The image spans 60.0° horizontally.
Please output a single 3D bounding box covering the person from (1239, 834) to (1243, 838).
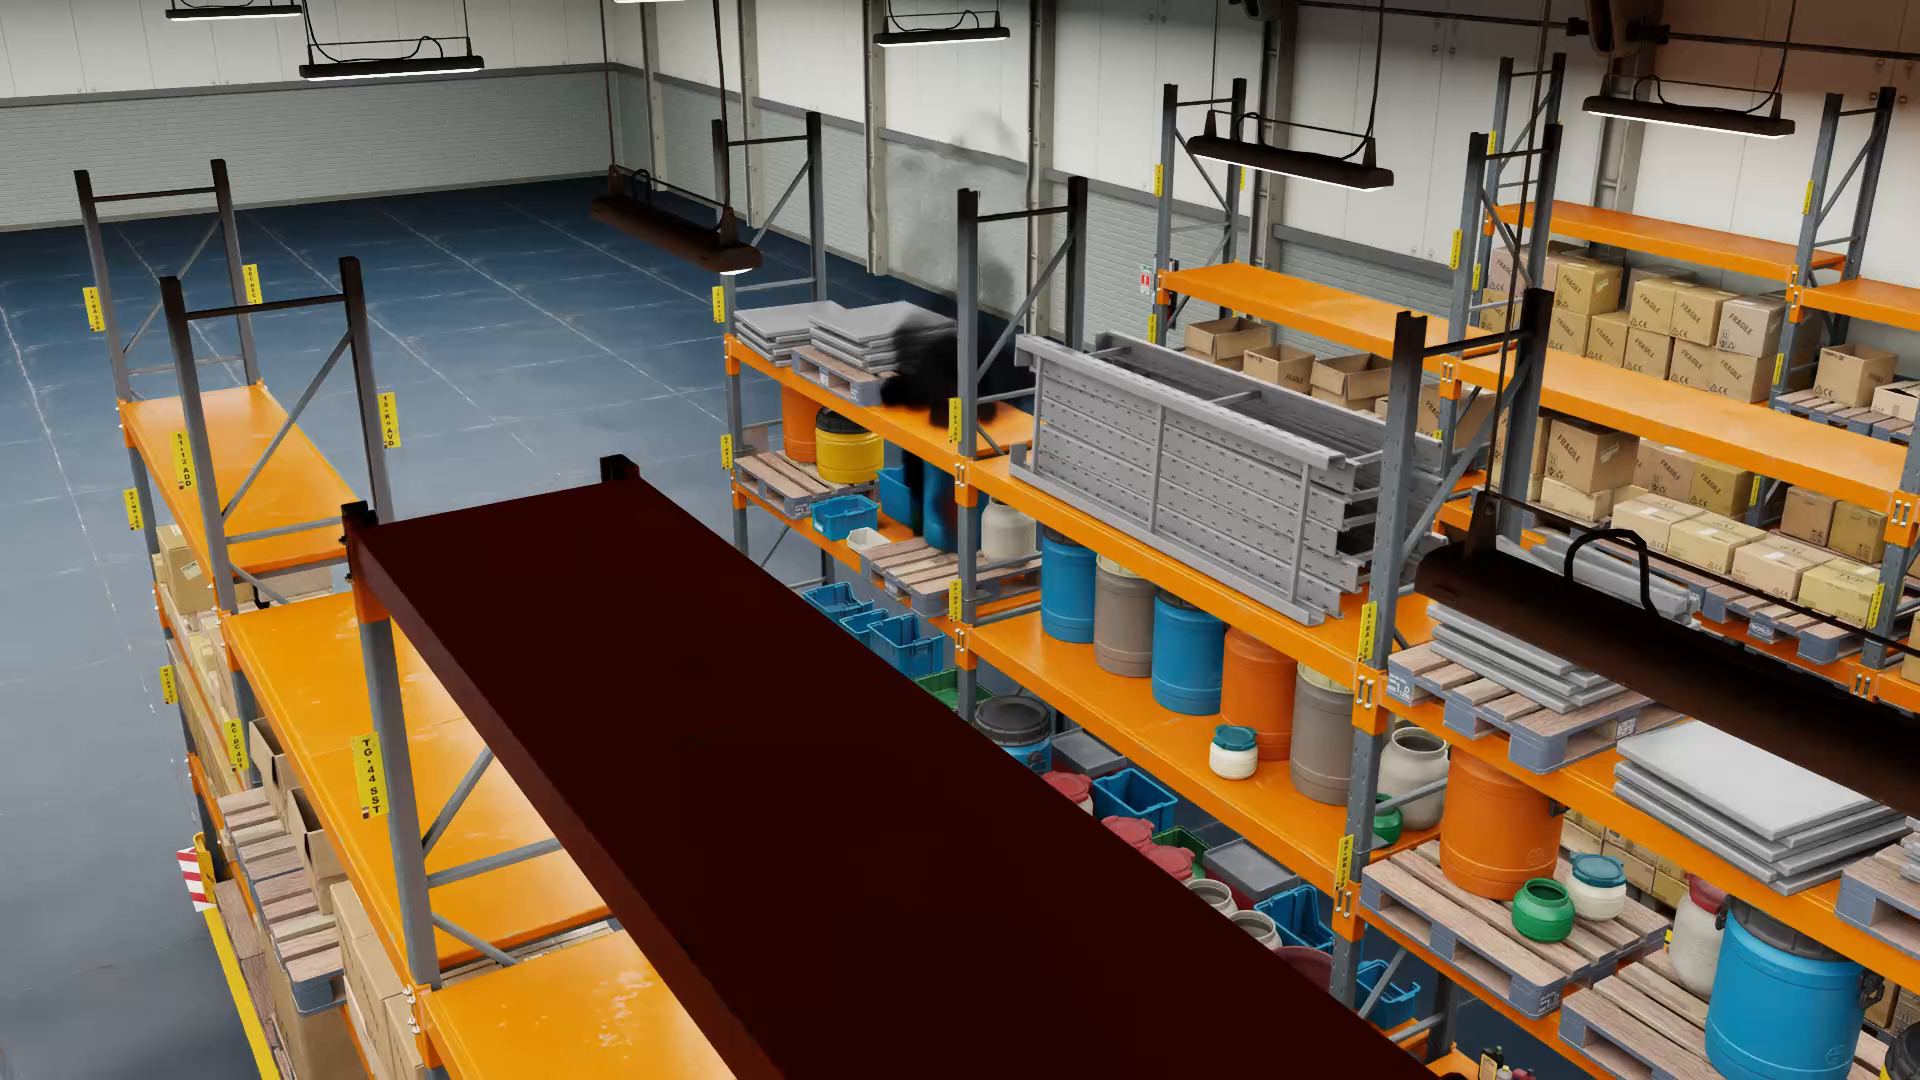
[{"bbox_3d":[2.389,2.107,13.121,0.596,1.770,0.694,-15,26,-32],"label":"person"}]
